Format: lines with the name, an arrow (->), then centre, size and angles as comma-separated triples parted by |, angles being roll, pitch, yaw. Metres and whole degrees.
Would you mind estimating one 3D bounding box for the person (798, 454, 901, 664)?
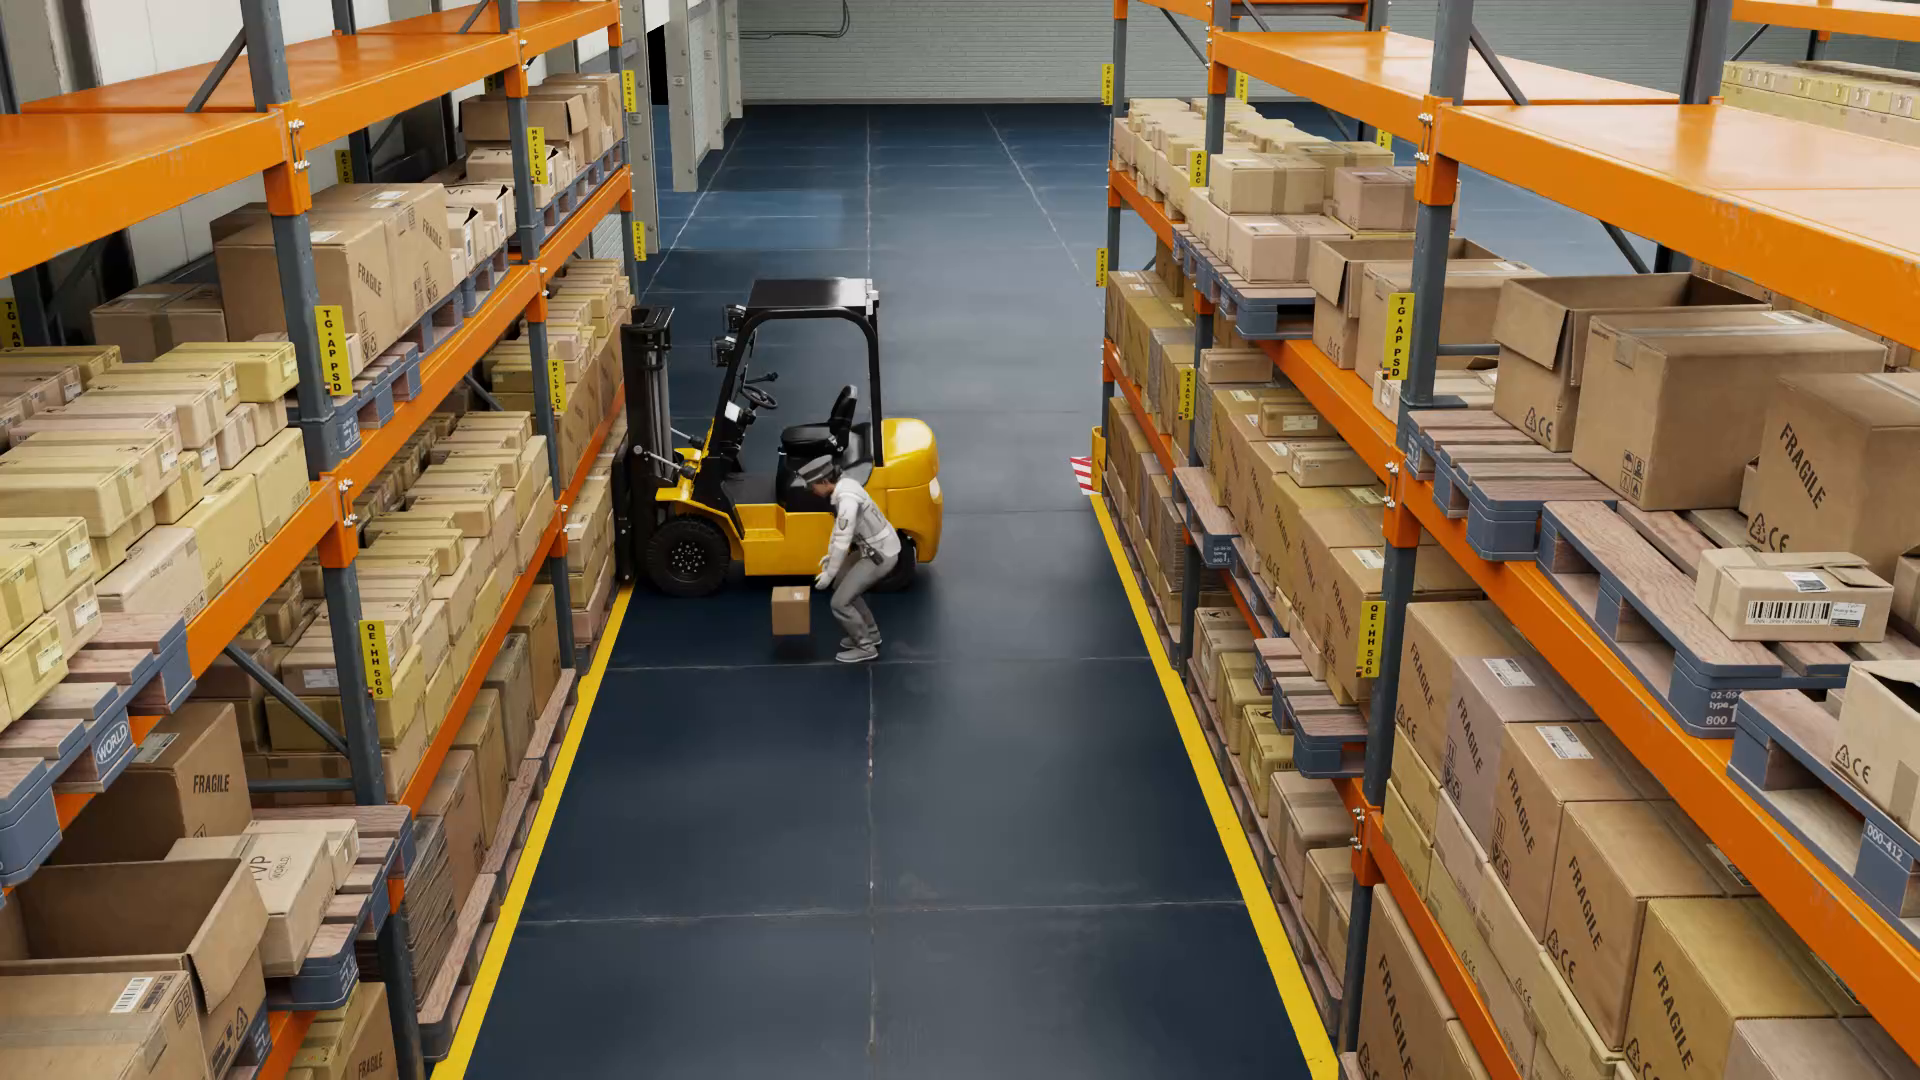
person -> -0.728, 0.120, 11.106 | 0.673, 1.430, 0.534 | -1, 21, -3
